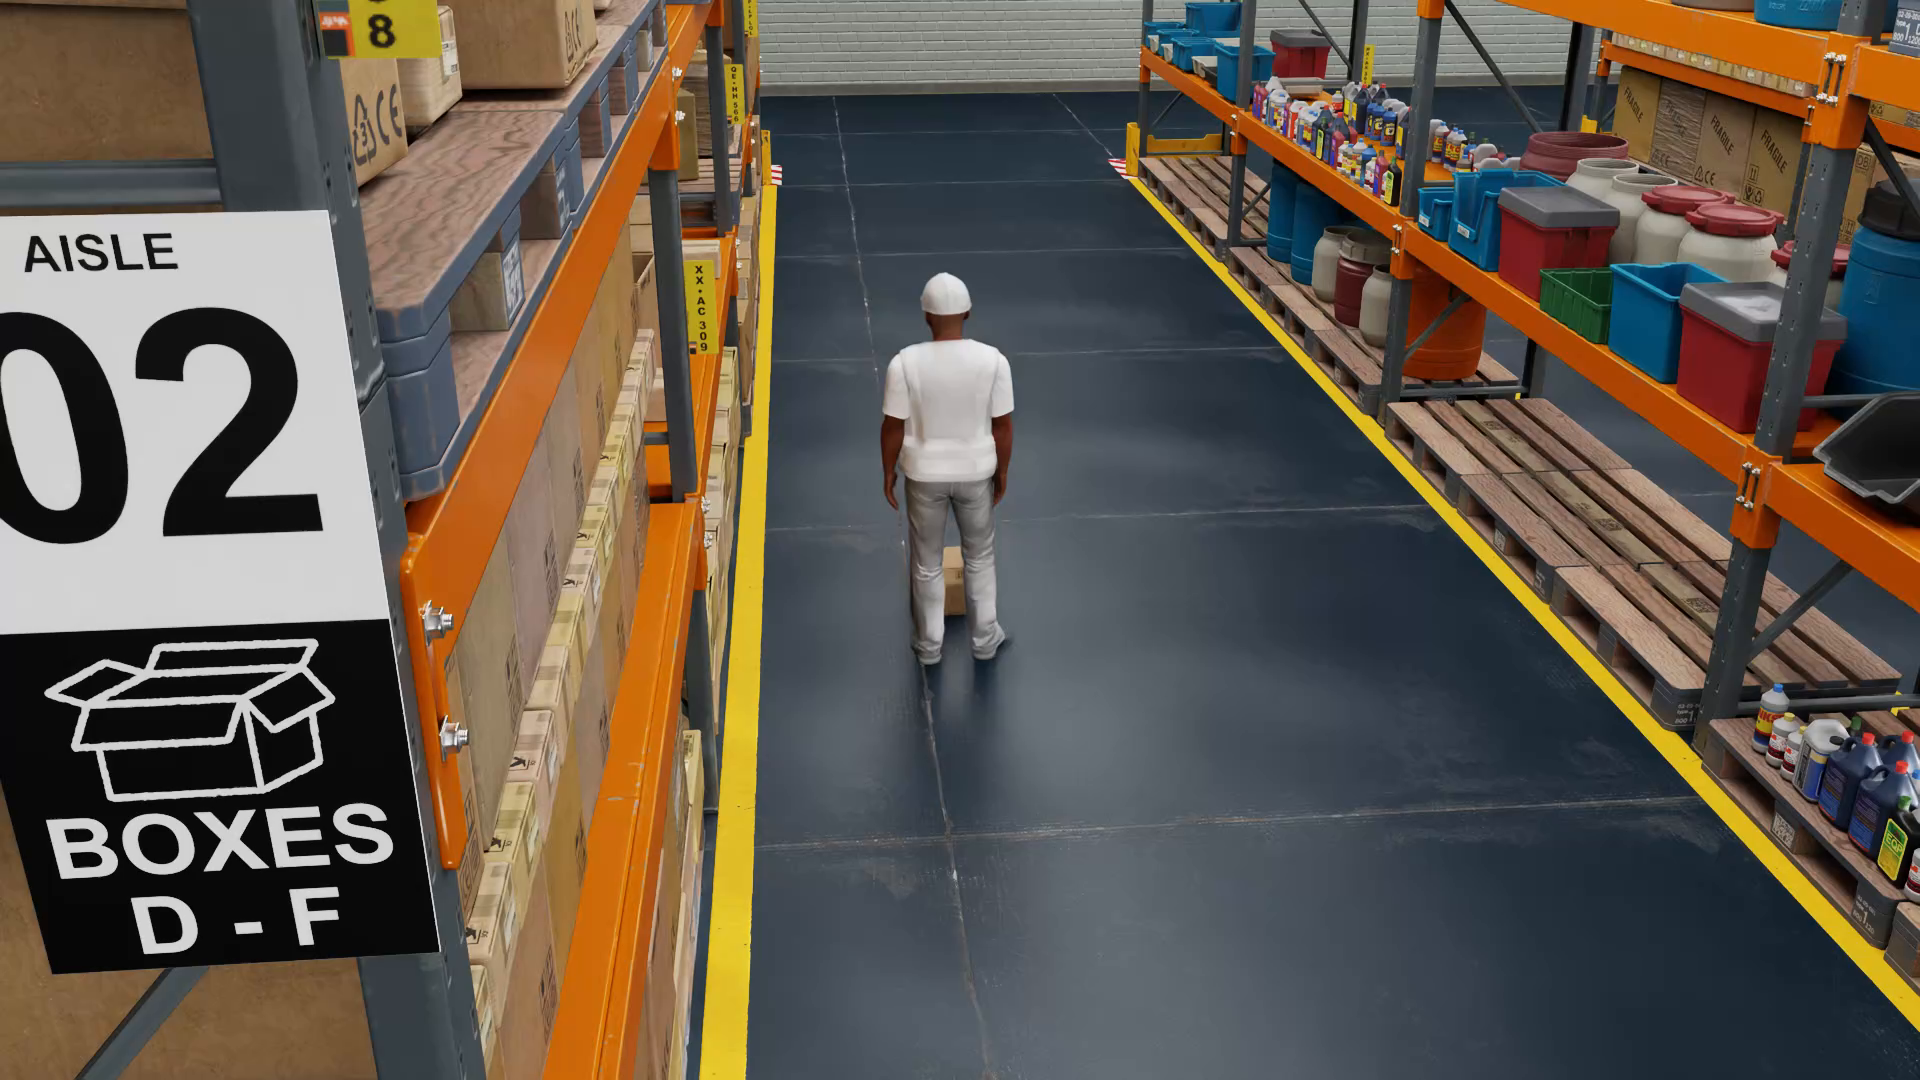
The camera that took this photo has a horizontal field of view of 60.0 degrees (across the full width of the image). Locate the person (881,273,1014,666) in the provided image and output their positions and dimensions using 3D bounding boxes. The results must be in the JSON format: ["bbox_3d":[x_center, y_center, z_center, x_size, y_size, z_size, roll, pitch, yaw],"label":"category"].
[{"bbox_3d":[-0.060,-0.297,7.251,0.569,1.767,0.368,-2,24,-5],"label":"person"}]
